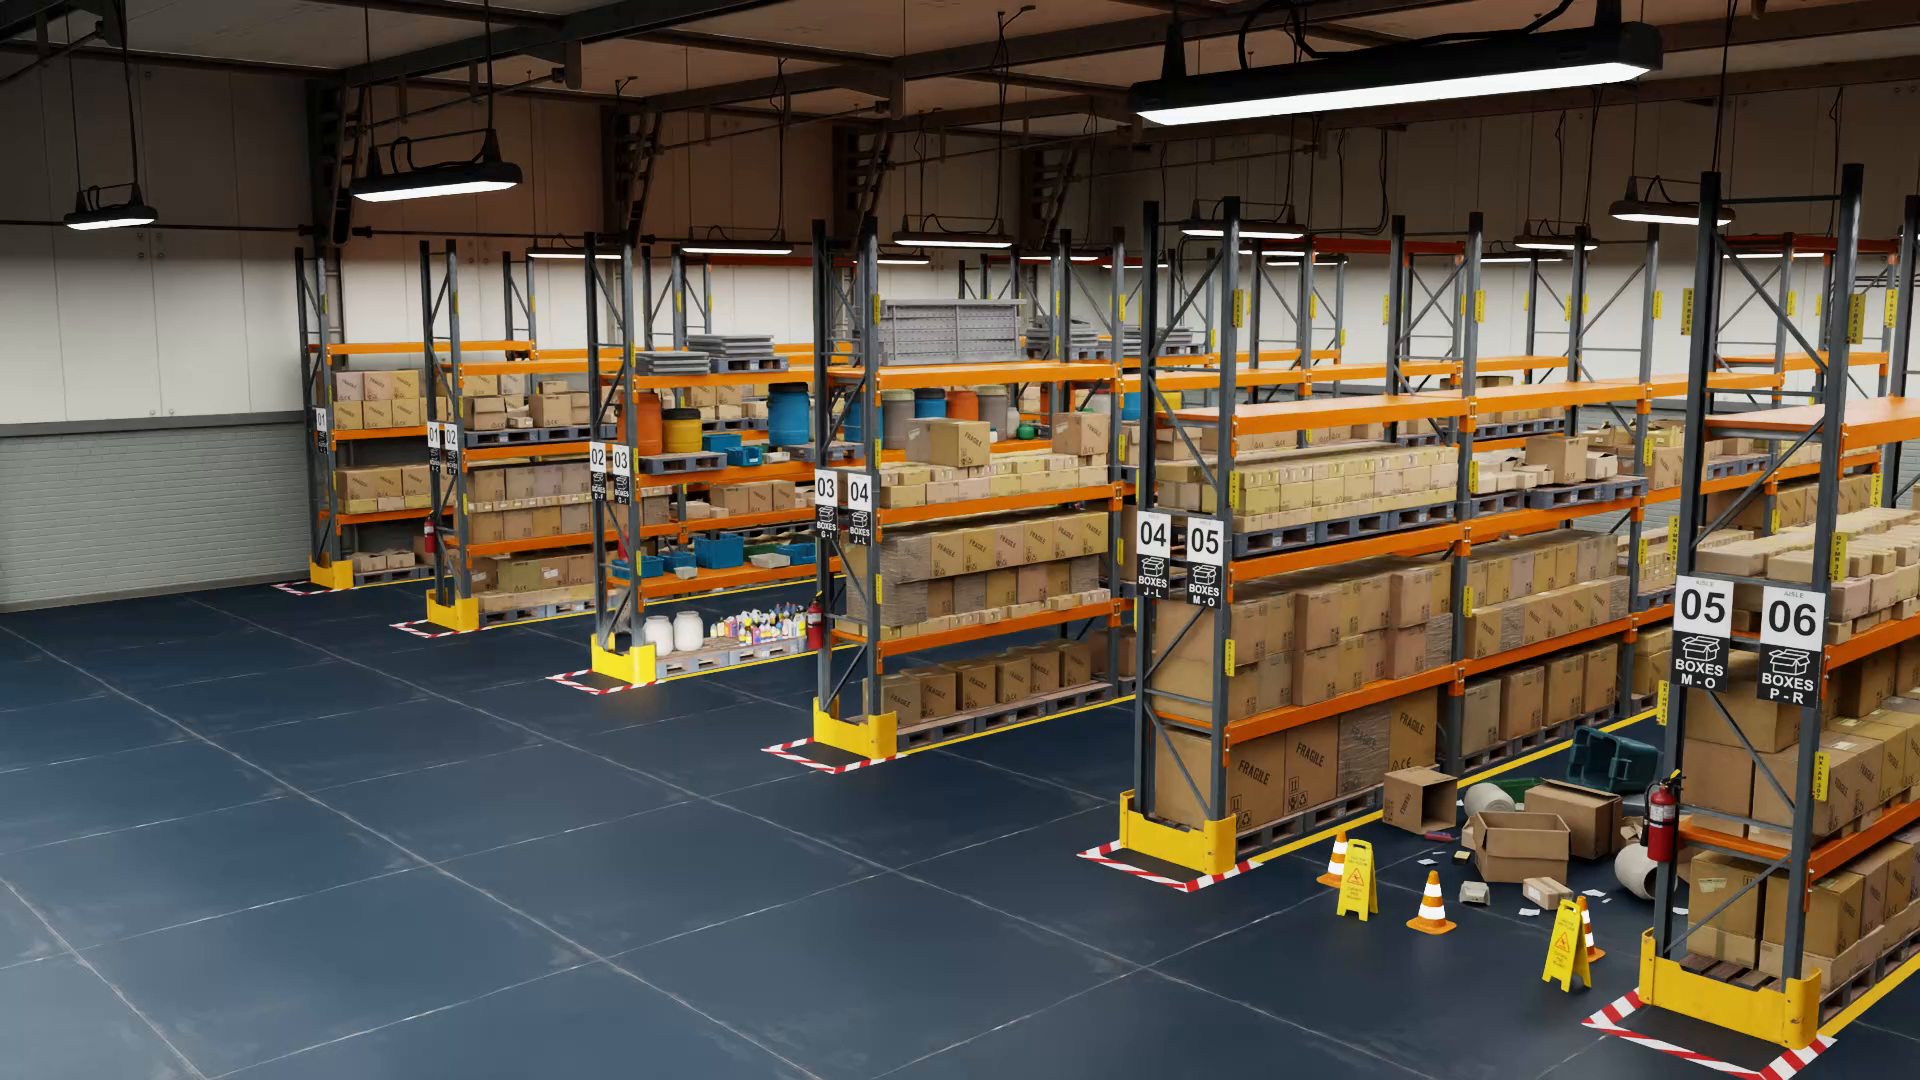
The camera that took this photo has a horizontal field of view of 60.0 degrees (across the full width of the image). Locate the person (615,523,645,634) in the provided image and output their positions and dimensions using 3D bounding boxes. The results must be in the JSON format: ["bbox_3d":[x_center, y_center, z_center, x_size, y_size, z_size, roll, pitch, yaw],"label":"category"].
[{"bbox_3d":[-5.126,0.590,25.433,0.494,1.715,0.596,-5,10,-32],"label":"person"}]

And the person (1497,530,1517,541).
[{"bbox_3d":[8.730,0.519,26.143,0.714,1.673,0.710,-6,10,-34],"label":"person"}]
